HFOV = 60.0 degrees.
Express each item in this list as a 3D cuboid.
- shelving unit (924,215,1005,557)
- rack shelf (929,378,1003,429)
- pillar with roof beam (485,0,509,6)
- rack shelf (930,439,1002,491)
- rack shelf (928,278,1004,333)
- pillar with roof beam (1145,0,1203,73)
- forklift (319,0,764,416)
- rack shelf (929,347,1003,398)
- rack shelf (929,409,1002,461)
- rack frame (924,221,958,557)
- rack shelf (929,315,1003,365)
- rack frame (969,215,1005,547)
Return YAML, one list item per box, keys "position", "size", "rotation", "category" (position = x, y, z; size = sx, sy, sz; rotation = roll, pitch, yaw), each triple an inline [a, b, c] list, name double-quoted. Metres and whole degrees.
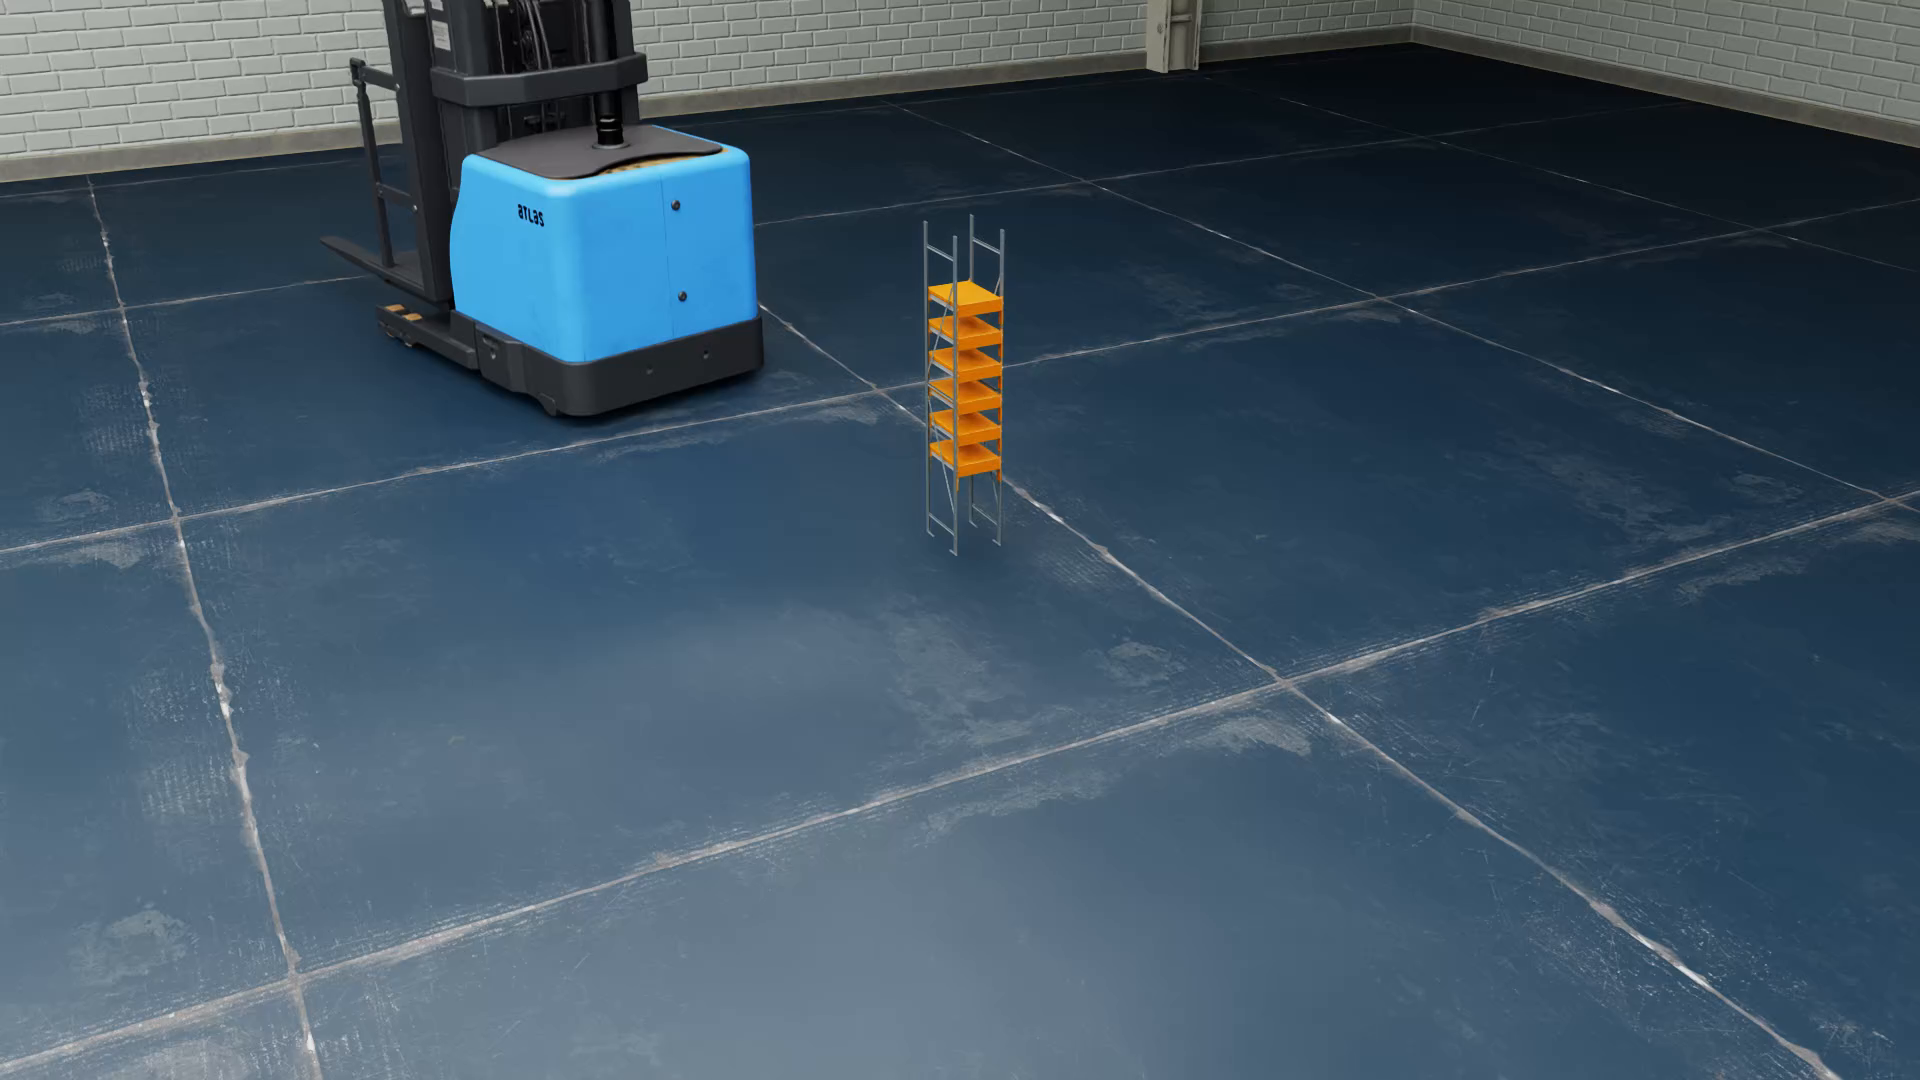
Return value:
- position: [0.013, -0.544, 5.996]
  size: [0.189, 1.200, 0.258]
  rotation: [-13, 29, -25]
  category: "shelving unit"
- position: [0.013, -0.504, 6.016]
  size: [0.180, 0.103, 0.258]
  rotation: [-13, 29, -25]
  category: "rack shelf"
- position: [-1.327, -5.517, 7.344]
  size: [0.400, 9.000, 9.100]
  rotation: [-13, 29, -25]
  category: "pillar with roof beam"
- position: [0.013, -0.287, 6.120]
  size: [0.180, 0.103, 0.258]
  rotation: [-13, 29, -25]
  category: "rack shelf"
- position: [0.013, -0.828, 5.860]
  size: [0.180, 0.103, 0.258]
  rotation: [-13, 29, -25]
  category: "rack shelf"
- position: [3.967, -6.739, 9.889]
  size: [0.400, 9.000, 9.100]
  rotation: [-13, 29, -25]
  category: "pillar with roof beam"
- position: [-2.285, -2.409, 7.881]
  size: [1.130, 2.935, 3.031]
  rotation: [-22, 33, -38]
  category: "forklift"
- position: [0.013, -0.612, 5.964]
  size: [0.180, 0.103, 0.258]
  rotation: [-13, 29, -25]
  category: "rack shelf"
- position: [0.013, -0.396, 6.068]
  size: [0.180, 0.103, 0.258]
  rotation: [-13, 29, -25]
  category: "rack shelf"
- position: [-0.068, -0.525, 5.958]
  size: [0.006, 1.200, 0.240]
  rotation: [-13, 29, -25]
  category: "rack frame"
- position: [0.013, -0.720, 5.912]
  size: [0.180, 0.103, 0.258]
  rotation: [-13, 29, -25]
  category: "rack shelf"
- position: [0.093, -0.562, 6.035]
  size: [0.006, 1.200, 0.240]
  rotation: [-13, 29, -25]
  category: "rack frame"
